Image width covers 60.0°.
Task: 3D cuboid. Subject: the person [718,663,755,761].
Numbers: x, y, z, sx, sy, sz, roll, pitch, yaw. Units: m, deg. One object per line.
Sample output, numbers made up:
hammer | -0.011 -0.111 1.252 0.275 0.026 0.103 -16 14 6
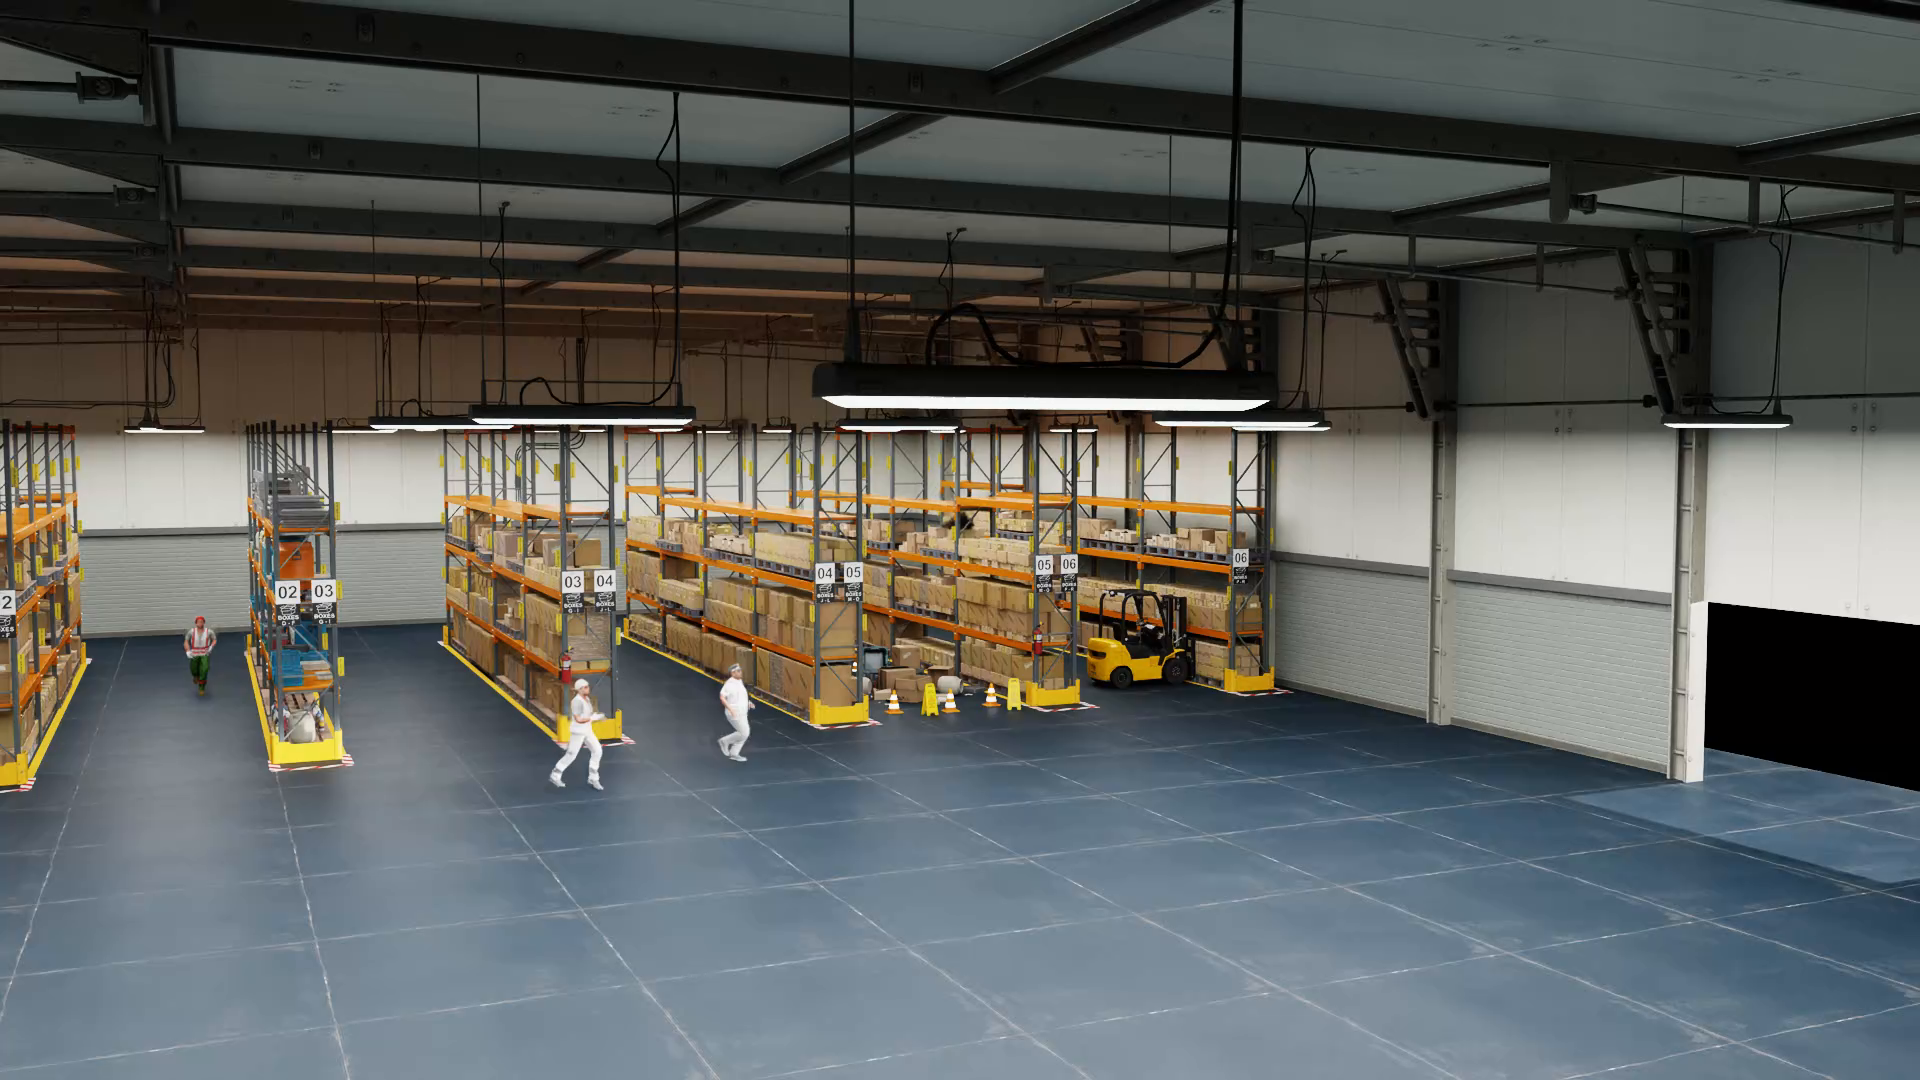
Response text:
person | -3.935 3.029 29.322 0.595 1.743 0.669 1 4 11

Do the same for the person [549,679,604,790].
person | -6.155 3.148 26.879 0.908 1.829 0.673 1 4 11

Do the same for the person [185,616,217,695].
person | -16.883 2.556 36.992 0.659 1.729 0.720 -1 4 -20
